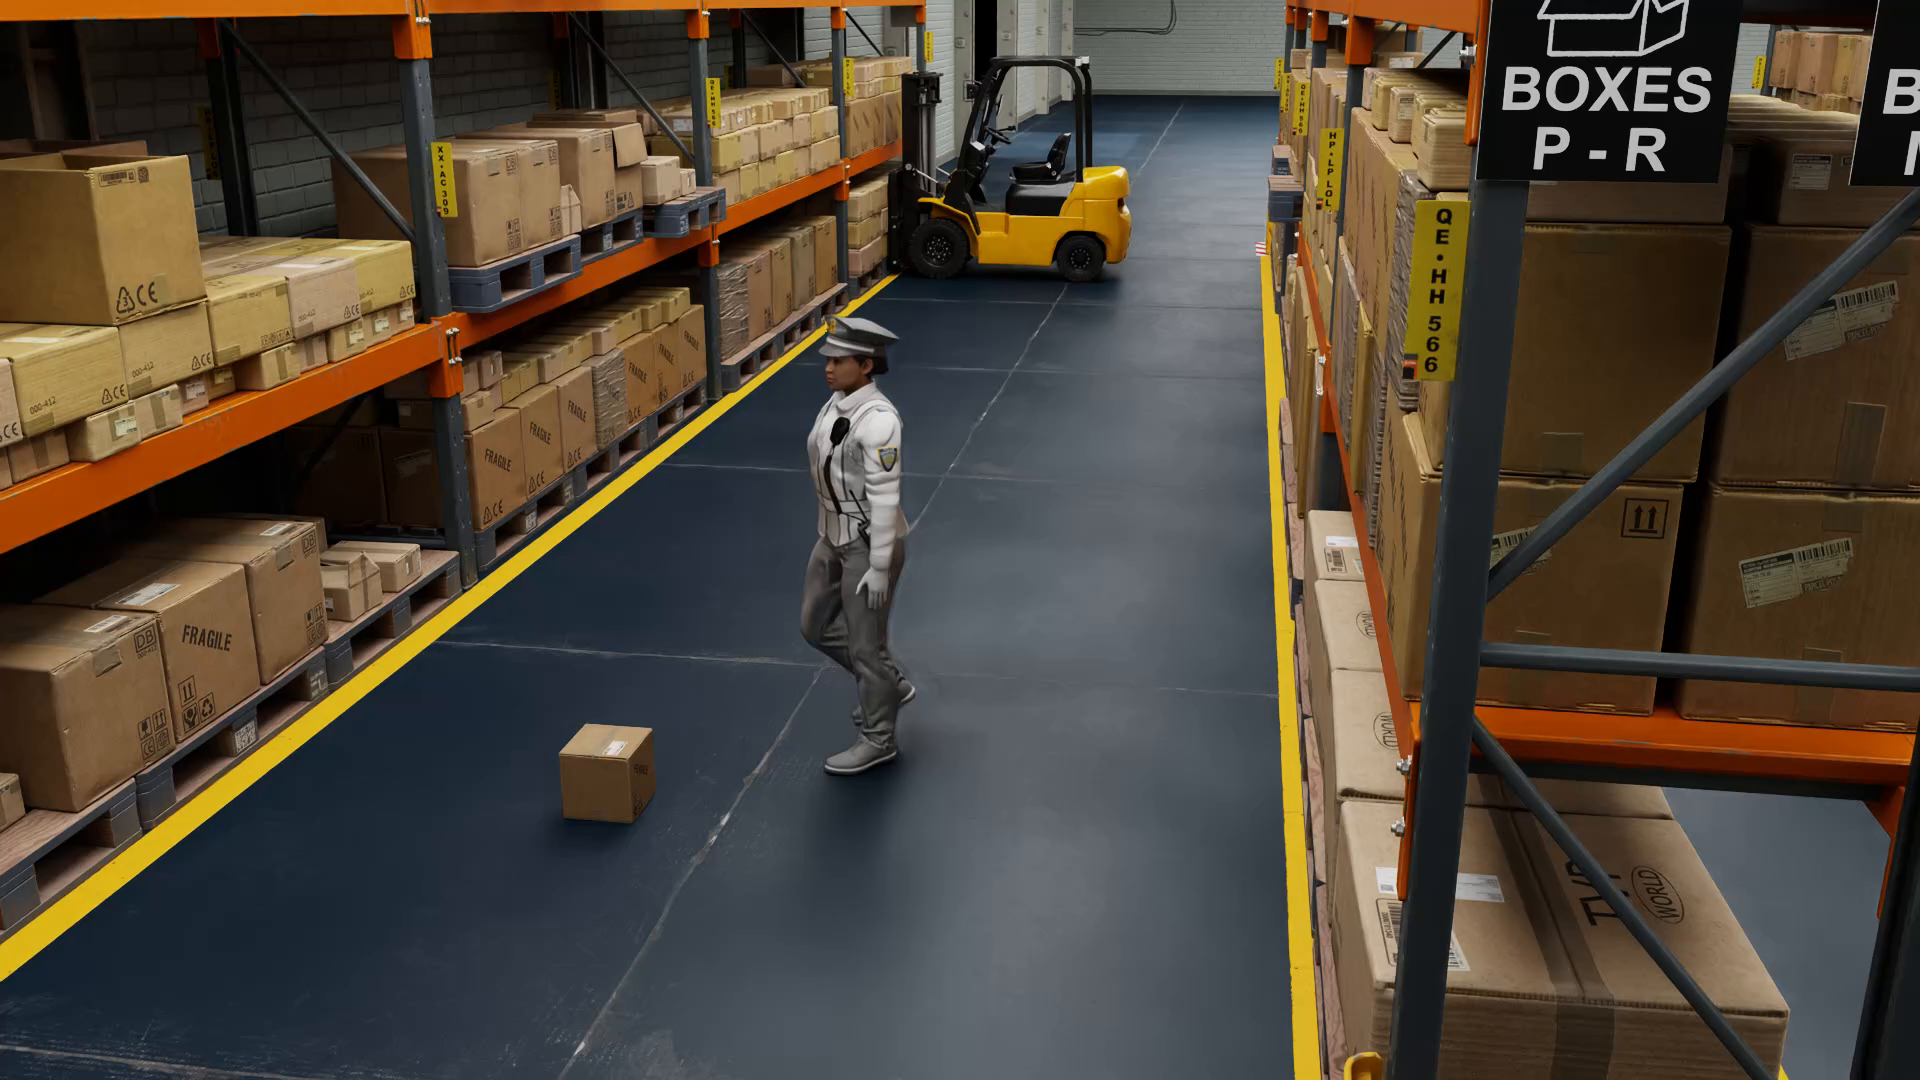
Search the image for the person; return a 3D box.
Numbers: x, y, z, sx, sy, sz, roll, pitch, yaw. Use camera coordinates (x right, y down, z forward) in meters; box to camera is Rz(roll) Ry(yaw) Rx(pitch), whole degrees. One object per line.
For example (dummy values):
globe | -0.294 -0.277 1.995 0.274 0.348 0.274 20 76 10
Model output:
person | -0.321 0.017 5.953 0.440 1.683 0.523 -8 20 -23
